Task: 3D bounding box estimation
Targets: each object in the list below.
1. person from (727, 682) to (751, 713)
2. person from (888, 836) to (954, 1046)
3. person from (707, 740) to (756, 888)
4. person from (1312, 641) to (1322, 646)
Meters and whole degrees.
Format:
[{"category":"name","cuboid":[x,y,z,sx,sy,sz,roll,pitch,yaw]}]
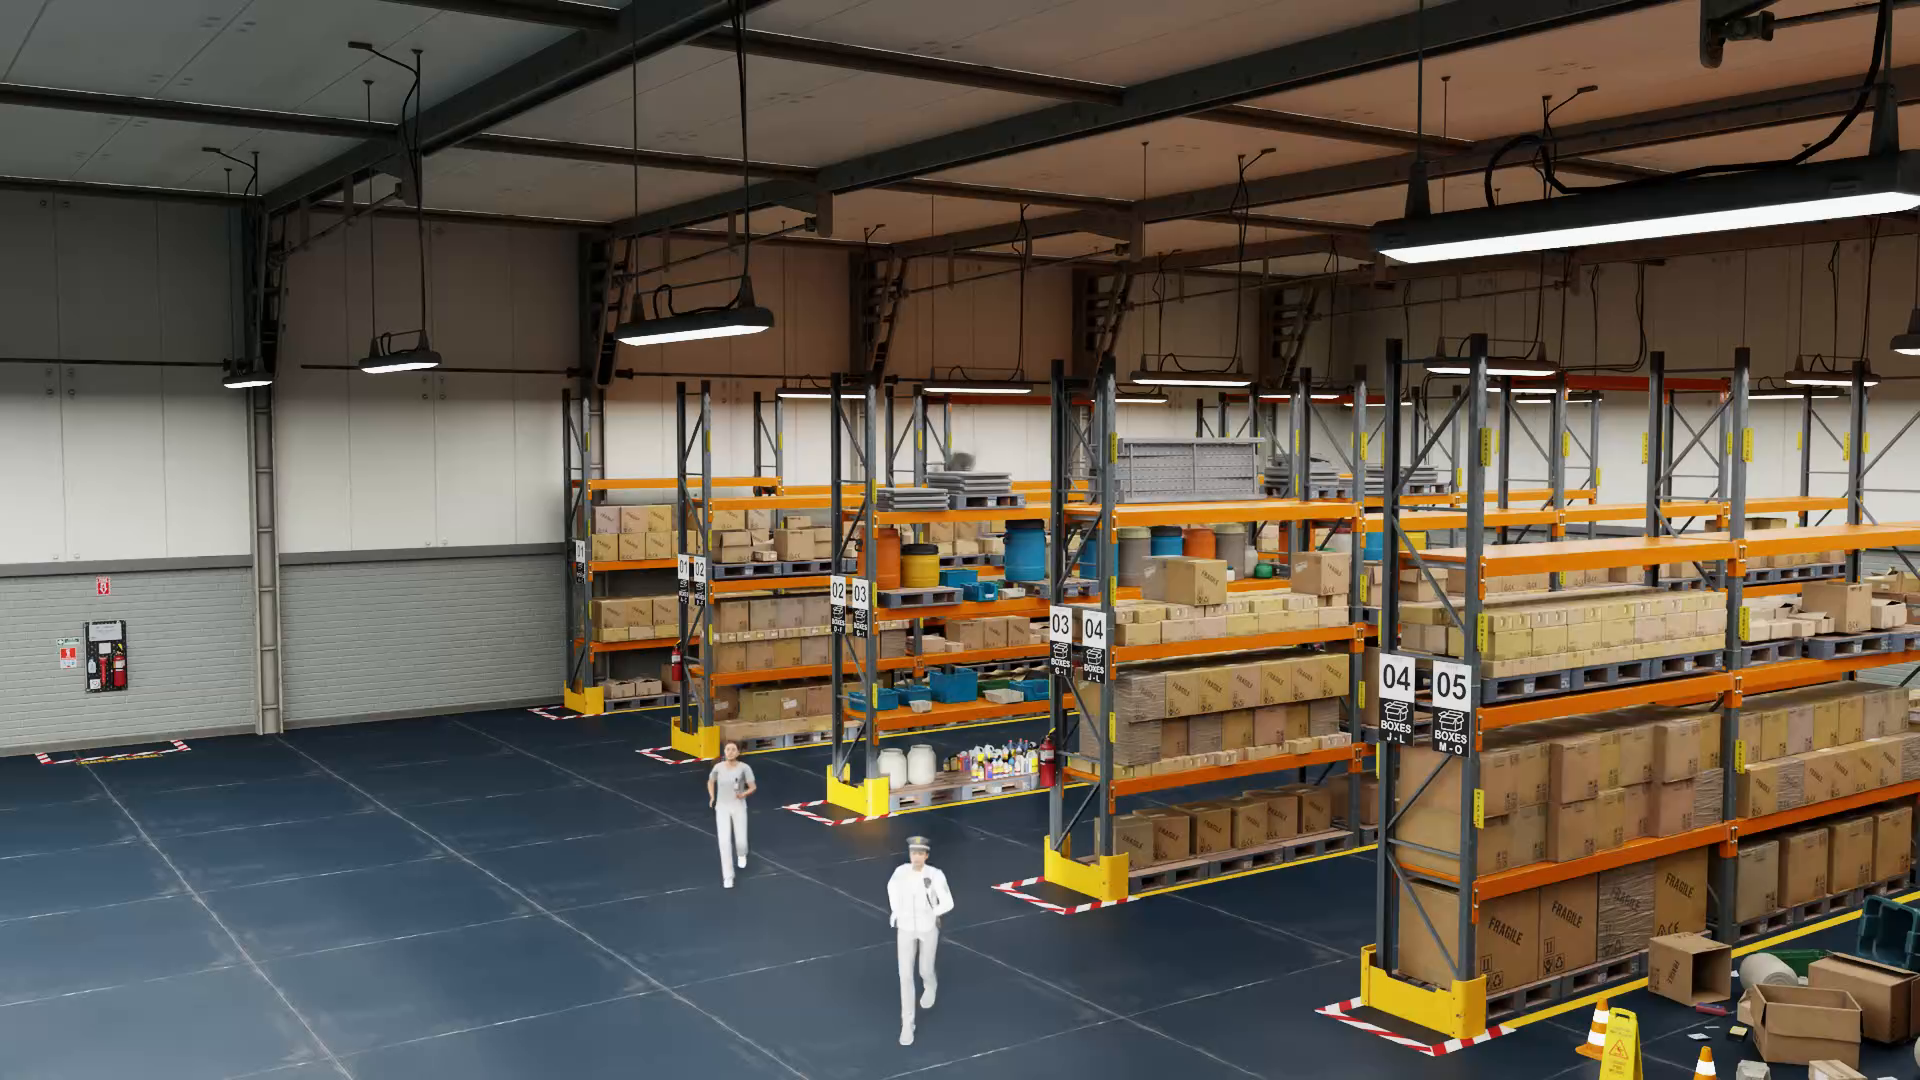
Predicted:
[{"category":"person","cuboid":[-3.851,2.490,29.227,0.561,1.599,0.593,-3,5,-40]},{"category":"person","cuboid":[-0.357,3.393,14.394,0.615,1.698,0.906,1,4,8]},{"category":"person","cuboid":[-2.634,3.112,19.155,0.576,1.638,0.837,0,4,-1]},{"category":"person","cuboid":[7.038,2.330,32.239,0.535,1.568,0.608,3,5,43]}]
